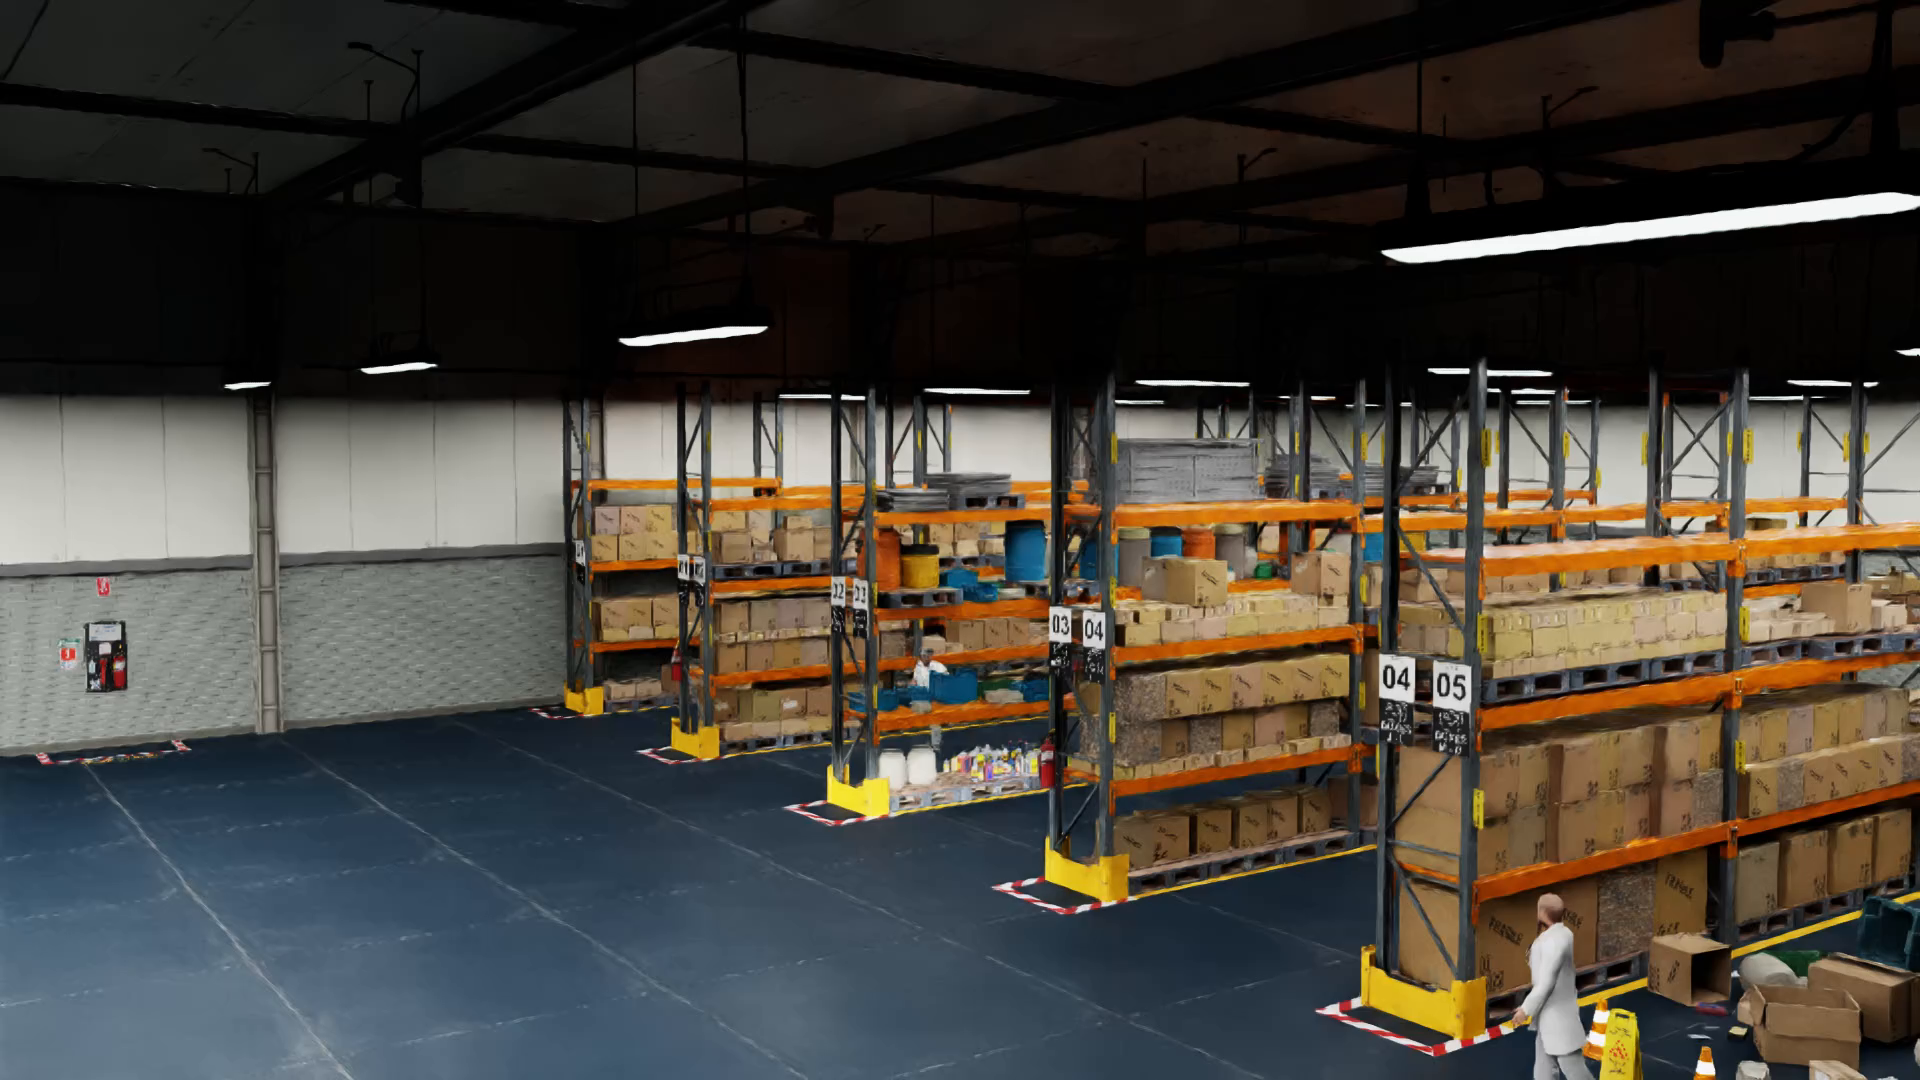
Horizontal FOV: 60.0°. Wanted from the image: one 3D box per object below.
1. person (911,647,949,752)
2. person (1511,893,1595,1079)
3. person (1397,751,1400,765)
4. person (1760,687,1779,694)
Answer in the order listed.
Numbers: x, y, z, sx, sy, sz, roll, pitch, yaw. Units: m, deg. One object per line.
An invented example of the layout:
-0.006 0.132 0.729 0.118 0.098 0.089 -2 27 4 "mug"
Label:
-0.443 2.563 27.168 0.691 1.691 0.860 3 5 38 "person"
4.410 3.495 12.247 0.767 1.771 0.604 2 4 23 "person"
6.494 2.745 24.072 0.639 1.718 0.586 -1 4 -11 "person"
11.341 2.853 23.226 0.997 1.625 0.500 -3 5 -36 "person"
